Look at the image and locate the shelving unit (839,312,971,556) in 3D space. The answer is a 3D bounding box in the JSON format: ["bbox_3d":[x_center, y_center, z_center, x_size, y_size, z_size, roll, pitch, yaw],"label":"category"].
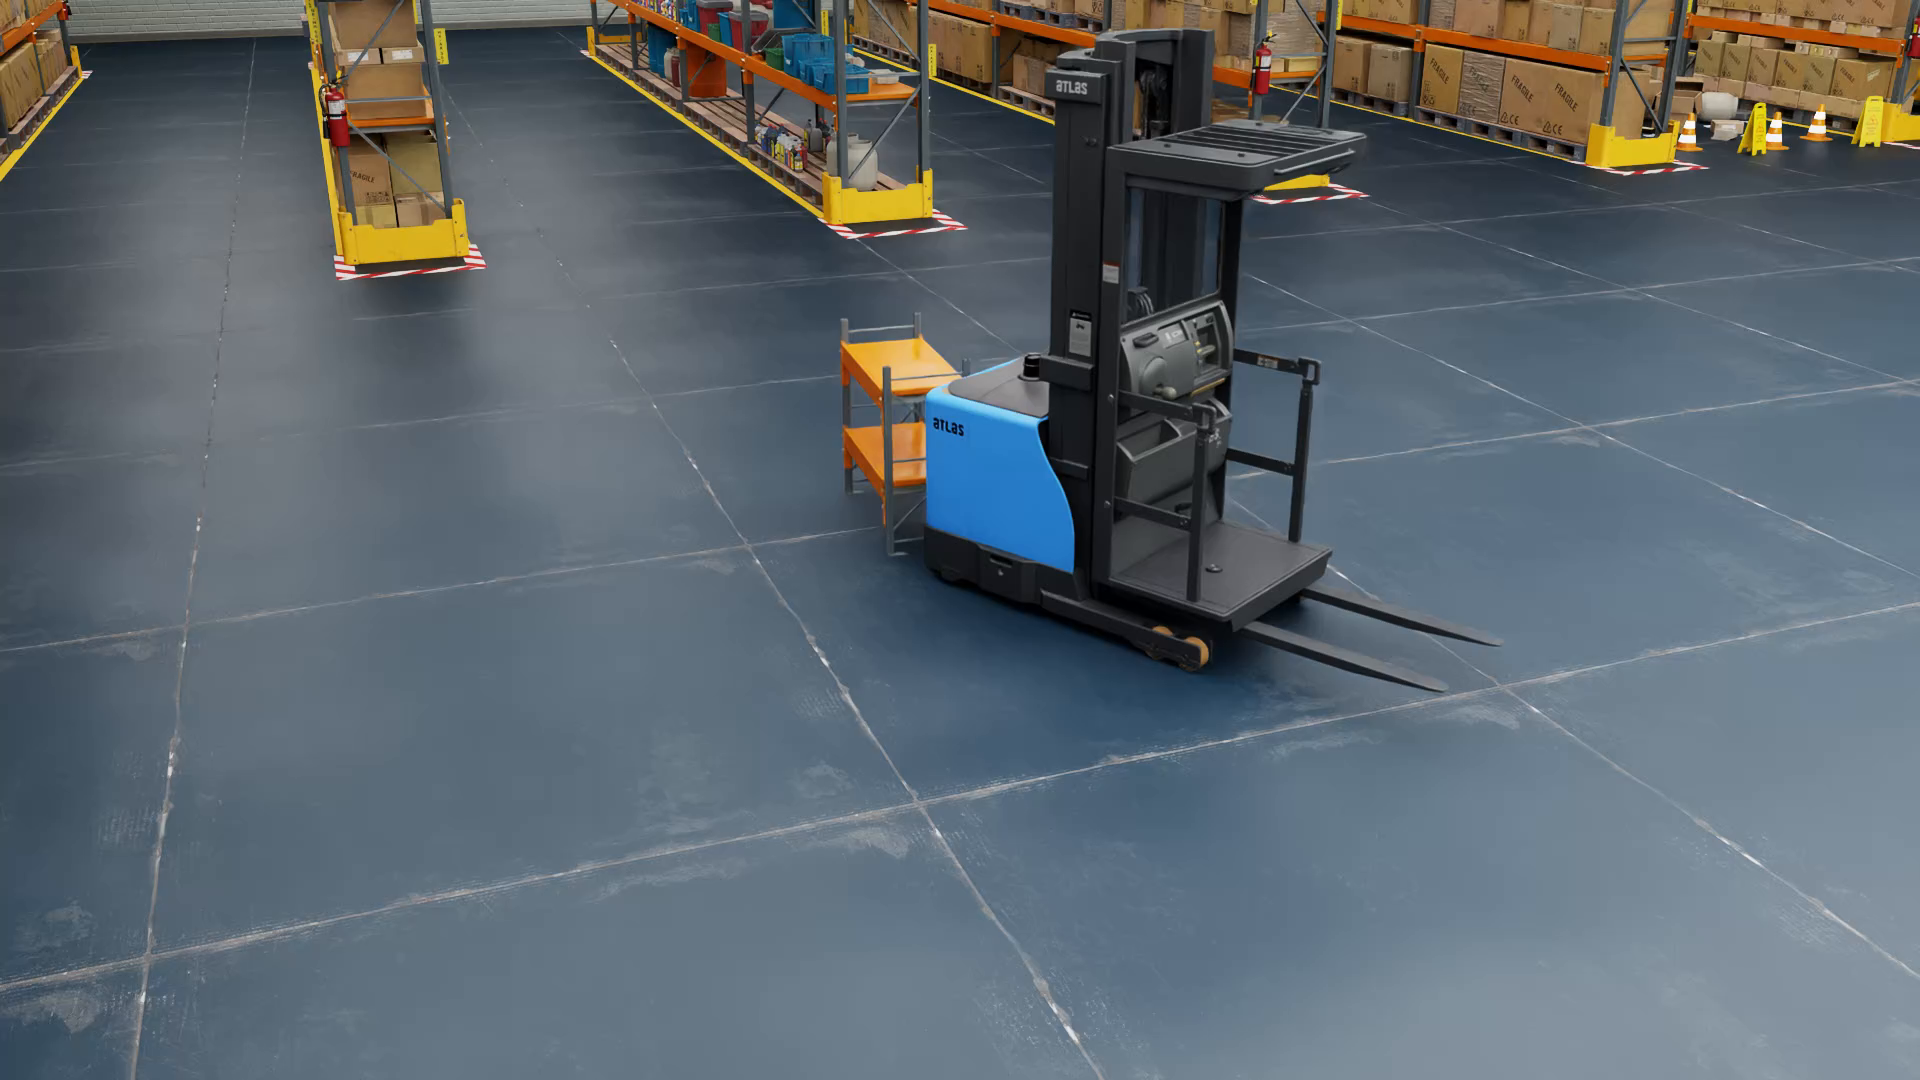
[{"bbox_3d":[-0.331,-0.648,9.839,0.538,1.125,1.048,-7,24,-16],"label":"shelving unit"}]

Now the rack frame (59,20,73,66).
[{"bbox_3d":[-15.736,-9.314,27.985,1.000,3.000,0.127,-8,24,-19],"label":"rack frame"}]

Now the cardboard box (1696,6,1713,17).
[{"bbox_3d":[11.487,-8.078,25.377,0.380,0.149,0.250,-8,24,-19],"label":"cardboard box"}]

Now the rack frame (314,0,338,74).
[{"bbox_3d":[-6.864,-5.634,19.256,1.000,3.000,0.127,-8,24,-19],"label":"rack frame"}]

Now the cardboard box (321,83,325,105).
[{"bbox_3d":[-8.367,-6.042,22.501,0.500,0.311,0.500,-7,24,-17],"label":"cardboard box"}]

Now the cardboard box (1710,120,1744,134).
[{"bbox_3d":[10.736,-5.784,23.281,0.380,0.149,0.250,4,23,9],"label":"cardboard box"}]

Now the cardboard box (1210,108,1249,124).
[{"bbox_3d":[3.370,-5.022,20.481,0.500,0.500,0.500,-2,23,-5],"label":"cardboard box"}]

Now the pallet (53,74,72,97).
[{"bbox_3d":[-14.953,-7.306,26.813,1.003,0.211,1.213,-8,24,-19],"label":"pallet"}]

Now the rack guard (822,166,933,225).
[{"bbox_3d":[-0.887,-3.729,17.953,1.175,0.500,0.348,-8,24,-19],"label":"rack guard"}]

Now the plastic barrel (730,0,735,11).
[{"bbox_3d":[-3.079,-7.473,23.475,0.421,0.512,0.421,0,23,0],"label":"plastic barrel"}]

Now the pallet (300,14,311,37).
[{"bbox_3d":[-8.582,-7.236,23.303,1.213,0.211,1.003,-8,24,-19],"label":"pallet"}]

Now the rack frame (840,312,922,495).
[{"bbox_3d":[-0.479,-0.837,10.287,0.500,1.125,0.032,-7,24,-16],"label":"rack frame"}]

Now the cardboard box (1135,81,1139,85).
[{"bbox_3d":[2.208,-6.269,23.414,0.700,0.500,0.500,-10,25,-23],"label":"cardboard box"}]

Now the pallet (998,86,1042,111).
[{"bbox_3d":[1.266,-6.877,25.794,1.003,0.211,1.213,-8,24,-19],"label":"pallet"}]

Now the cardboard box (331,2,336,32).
[{"bbox_3d":[-6.170,-5.571,17.306,0.700,0.500,0.500,-8,24,-19],"label":"cardboard box"}]

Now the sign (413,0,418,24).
[{"bbox_3d":[-6.345,-6.147,19.255,0.100,0.325,0.005,-8,24,-19],"label":"sign"}]

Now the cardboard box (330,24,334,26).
[{"bbox_3d":[-6.588,-5.484,17.936,0.380,0.149,0.250,-9,25,-21],"label":"cardboard box"}]

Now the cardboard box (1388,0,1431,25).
[{"bbox_3d":[6.646,-7.835,24.349,0.500,0.500,0.500,-8,24,-19],"label":"cardboard box"}]

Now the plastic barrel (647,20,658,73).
[{"bbox_3d":[-4.879,-8.246,27.613,0.600,0.901,0.708,-8,24,-19],"label":"plastic barrel"}]

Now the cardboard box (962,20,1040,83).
[{"bbox_3d":[0.767,-7.914,26.859,1.225,0.875,0.875,-10,25,-21],"label":"cardboard box"}]

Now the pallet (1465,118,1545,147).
[{"bbox_3d":[7.711,-5.620,22.812,1.003,0.211,1.213,-8,24,-19],"label":"pallet"}]

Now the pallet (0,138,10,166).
[{"bbox_3d":[-12.636,-4.838,20.956,1.003,0.211,1.213,-8,24,-19],"label":"pallet"}]

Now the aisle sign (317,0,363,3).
[{"bbox_3d":[-5.703,-5.315,15.151,0.394,0.787,0.004,-8,24,-19],"label":"aisle sign"}]

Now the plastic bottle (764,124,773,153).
[{"bbox_3d":[-2.332,-4.945,20.464,0.144,0.351,0.185,-8,24,-18],"label":"plastic bottle"}]

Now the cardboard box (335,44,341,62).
[{"bbox_3d":[-5.858,-4.734,16.155,0.380,0.149,0.250,-8,24,-18],"label":"cardboard box"}]

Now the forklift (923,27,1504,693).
[{"bbox_3d":[1.251,-0.935,8.194,3.031,2.935,1.130,18,29,36],"label":"forklift"}]

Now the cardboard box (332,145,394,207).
[{"bbox_3d":[-5.919,-3.607,16.480,0.500,0.500,0.500,-8,24,-19],"label":"cardboard box"}]

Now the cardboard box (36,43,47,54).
[{"bbox_3d":[-14.442,-7.636,25.848,0.380,0.149,0.250,-8,24,-17],"label":"cardboard box"}]

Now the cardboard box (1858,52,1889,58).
[{"bbox_3d":[12.865,-6.700,23.817,0.500,0.500,0.500,-9,25,-21],"label":"cardboard box"}]

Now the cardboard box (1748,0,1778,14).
[{"bbox_3d":[11.935,-7.974,24.294,0.500,0.500,0.500,-9,24,-19],"label":"cardboard box"}]

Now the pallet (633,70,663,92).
[{"bbox_3d":[-4.821,-7.648,27.625,1.003,0.211,1.213,-8,24,-19],"label":"pallet"}]

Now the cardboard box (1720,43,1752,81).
[{"bbox_3d":[11.832,-7.180,24.956,0.500,0.500,0.500,-7,24,-17],"label":"cardboard box"}]

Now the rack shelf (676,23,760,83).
[{"bbox_3d":[-2.935,-6.708,22.729,1.077,0.370,4.000,-8,24,-19],"label":"rack shelf"}]

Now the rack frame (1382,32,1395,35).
[{"bbox_3d":[8.850,-11.259,32.600,1.000,3.000,0.127,-8,24,-19],"label":"rack frame"}]

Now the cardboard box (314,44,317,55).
[{"bbox_3d":[-11.000,-8.512,29.058,0.500,0.250,0.500,-8,24,-19],"label":"cardboard box"}]

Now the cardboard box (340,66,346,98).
[{"bbox_3d":[-6.154,-4.961,17.529,0.700,0.500,0.500,-8,24,-17],"label":"cardboard box"}]

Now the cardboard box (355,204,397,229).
[{"bbox_3d":[-5.917,-3.262,16.626,0.500,0.250,0.500,-8,24,-19],"label":"cardboard box"}]

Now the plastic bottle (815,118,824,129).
[{"bbox_3d":[-1.732,-5.100,20.833,0.144,0.351,0.185,-9,24,-20],"label":"plastic bottle"}]

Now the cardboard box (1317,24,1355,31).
[{"bbox_3d":[5.798,-8.013,27.255,1.050,0.750,0.750,-9,24,-20],"label":"cardboard box"}]

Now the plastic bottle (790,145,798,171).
[{"bbox_3d":[-1.933,-4.457,19.395,0.061,0.283,0.133,-8,24,-18],"label":"plastic bottle"}]

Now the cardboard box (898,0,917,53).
[{"bbox_3d":[-0.580,-9.364,30.301,0.875,0.875,0.875,-8,24,-19],"label":"cardboard box"}]

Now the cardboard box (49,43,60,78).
[{"bbox_3d":[-15.040,-7.750,26.954,0.700,0.500,0.500,-9,25,-21],"label":"cardboard box"}]

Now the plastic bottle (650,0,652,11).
[{"bbox_3d":[-4.824,-8.473,26.157,0.097,0.271,0.097,0,23,0],"label":"plastic bottle"}]

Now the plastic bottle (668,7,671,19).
[{"bbox_3d":[-4.324,-7.927,24.950,0.097,0.201,0.097,0,23,0],"label":"plastic bottle"}]

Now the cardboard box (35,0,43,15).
[{"bbox_3d":[-14.752,-8.464,25.583,0.980,0.700,0.700,-9,24,-20],"label":"cardboard box"}]

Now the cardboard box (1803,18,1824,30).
[{"bbox_3d":[12.239,-7.345,23.637,0.380,0.149,0.250,-9,24,-20],"label":"cardboard box"}]

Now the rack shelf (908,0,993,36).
[{"bbox_3d":[0.285,-8.841,27.790,1.077,0.370,4.000,-8,24,-19],"label":"rack shelf"}]

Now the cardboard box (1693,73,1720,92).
[{"bbox_3d":[11.632,-7.027,25.560,0.500,0.250,0.500,-10,25,-21],"label":"cardboard box"}]

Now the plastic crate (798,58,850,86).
[{"bbox_3d":[-1.497,-5.168,18.342,0.499,0.251,0.408,-8,24,-19],"label":"plastic crate"}]

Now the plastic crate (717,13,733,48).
[{"bbox_3d":[-2.910,-6.663,21.718,0.392,0.384,0.575,-8,24,-19],"label":"plastic crate"}]

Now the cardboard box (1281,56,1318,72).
[{"bbox_3d":[3.940,-5.559,19.402,0.380,0.149,0.250,-8,24,-19],"label":"cardboard box"}]

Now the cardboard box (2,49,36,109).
[{"bbox_3d":[-13.655,-6.522,23.590,0.750,0.750,0.750,-8,24,-17],"label":"cardboard box"}]

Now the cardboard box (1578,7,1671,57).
[{"bbox_3d":[8.320,-6.380,20.833,0.875,0.550,0.550,-8,24,-19],"label":"cardboard box"}]

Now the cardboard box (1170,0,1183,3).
[{"bbox_3d":[2.867,-6.894,20.446,0.500,0.500,0.500,-8,24,-19],"label":"cardboard box"}]
